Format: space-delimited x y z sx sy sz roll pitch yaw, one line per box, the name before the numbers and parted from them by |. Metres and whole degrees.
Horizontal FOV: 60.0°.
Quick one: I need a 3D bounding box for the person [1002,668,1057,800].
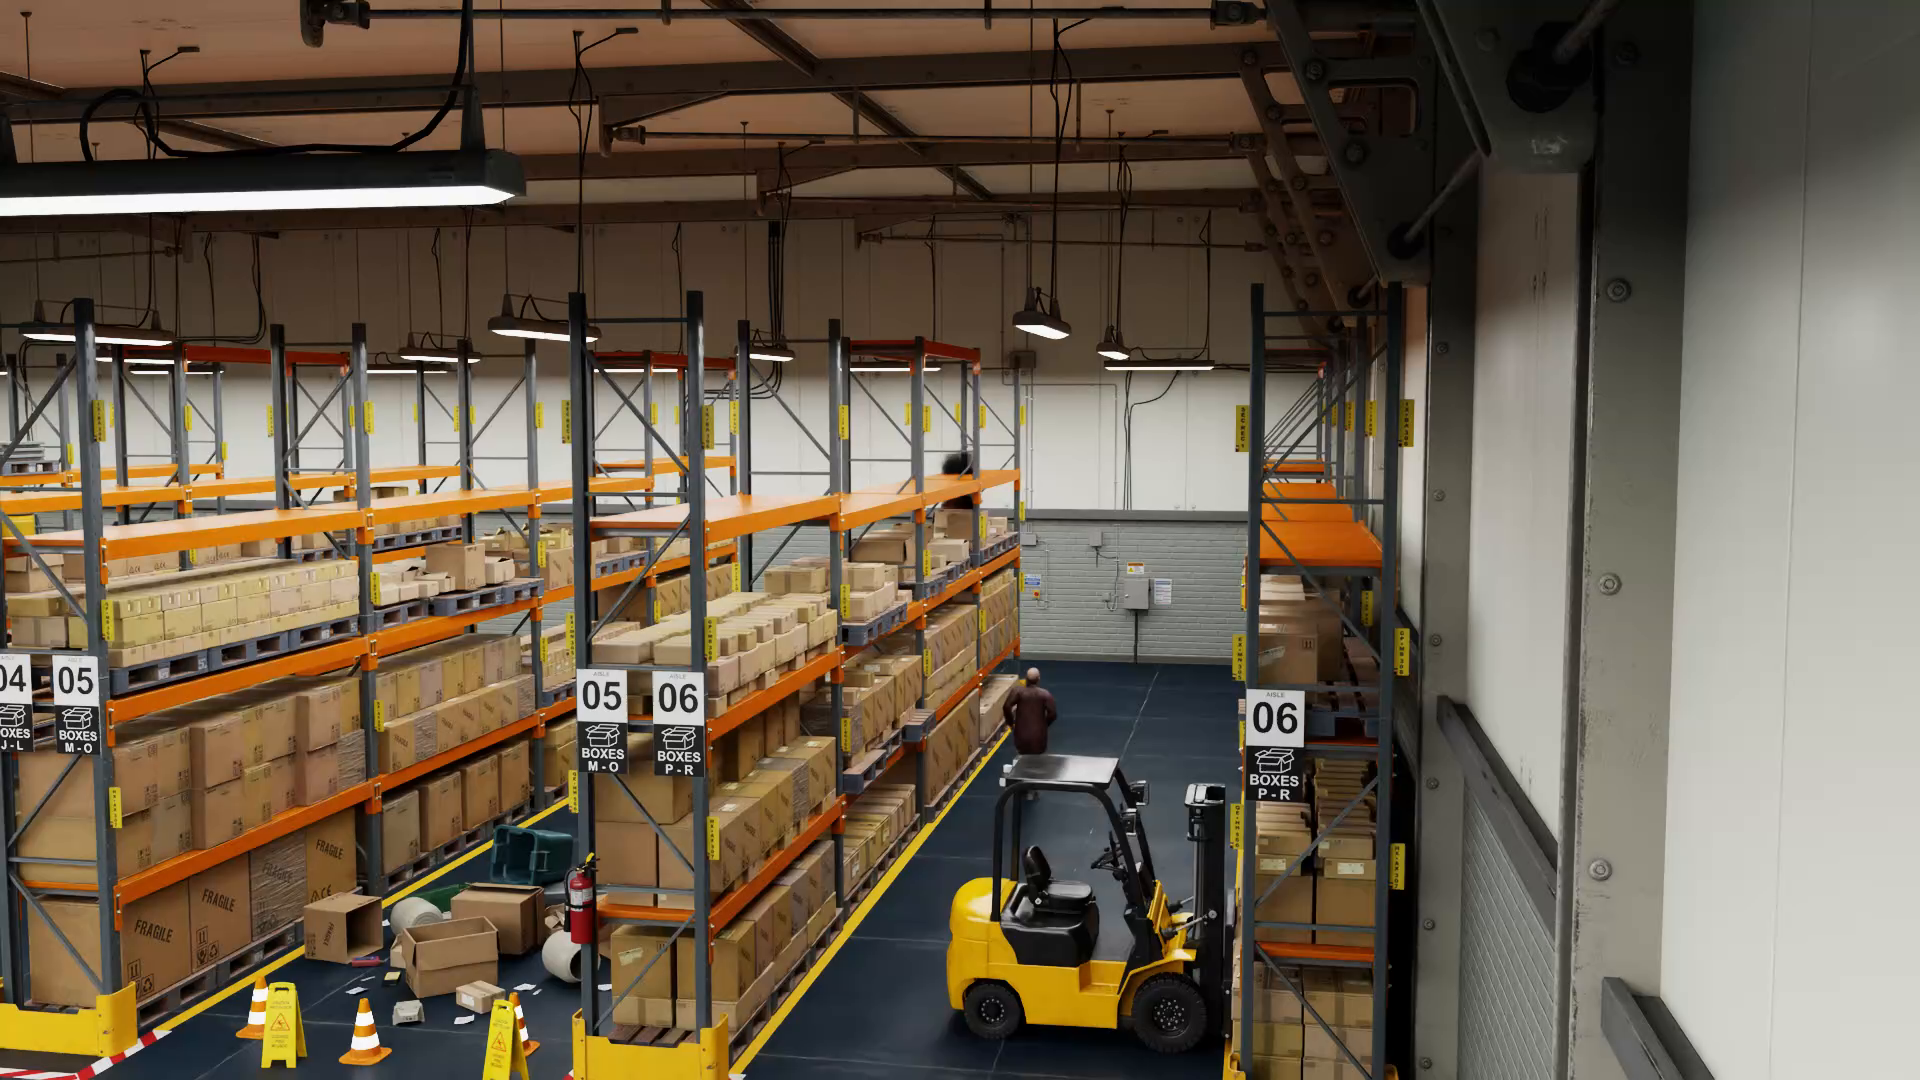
person | 0.936 2.581 21.920 0.707 1.656 0.566 1 5 10
